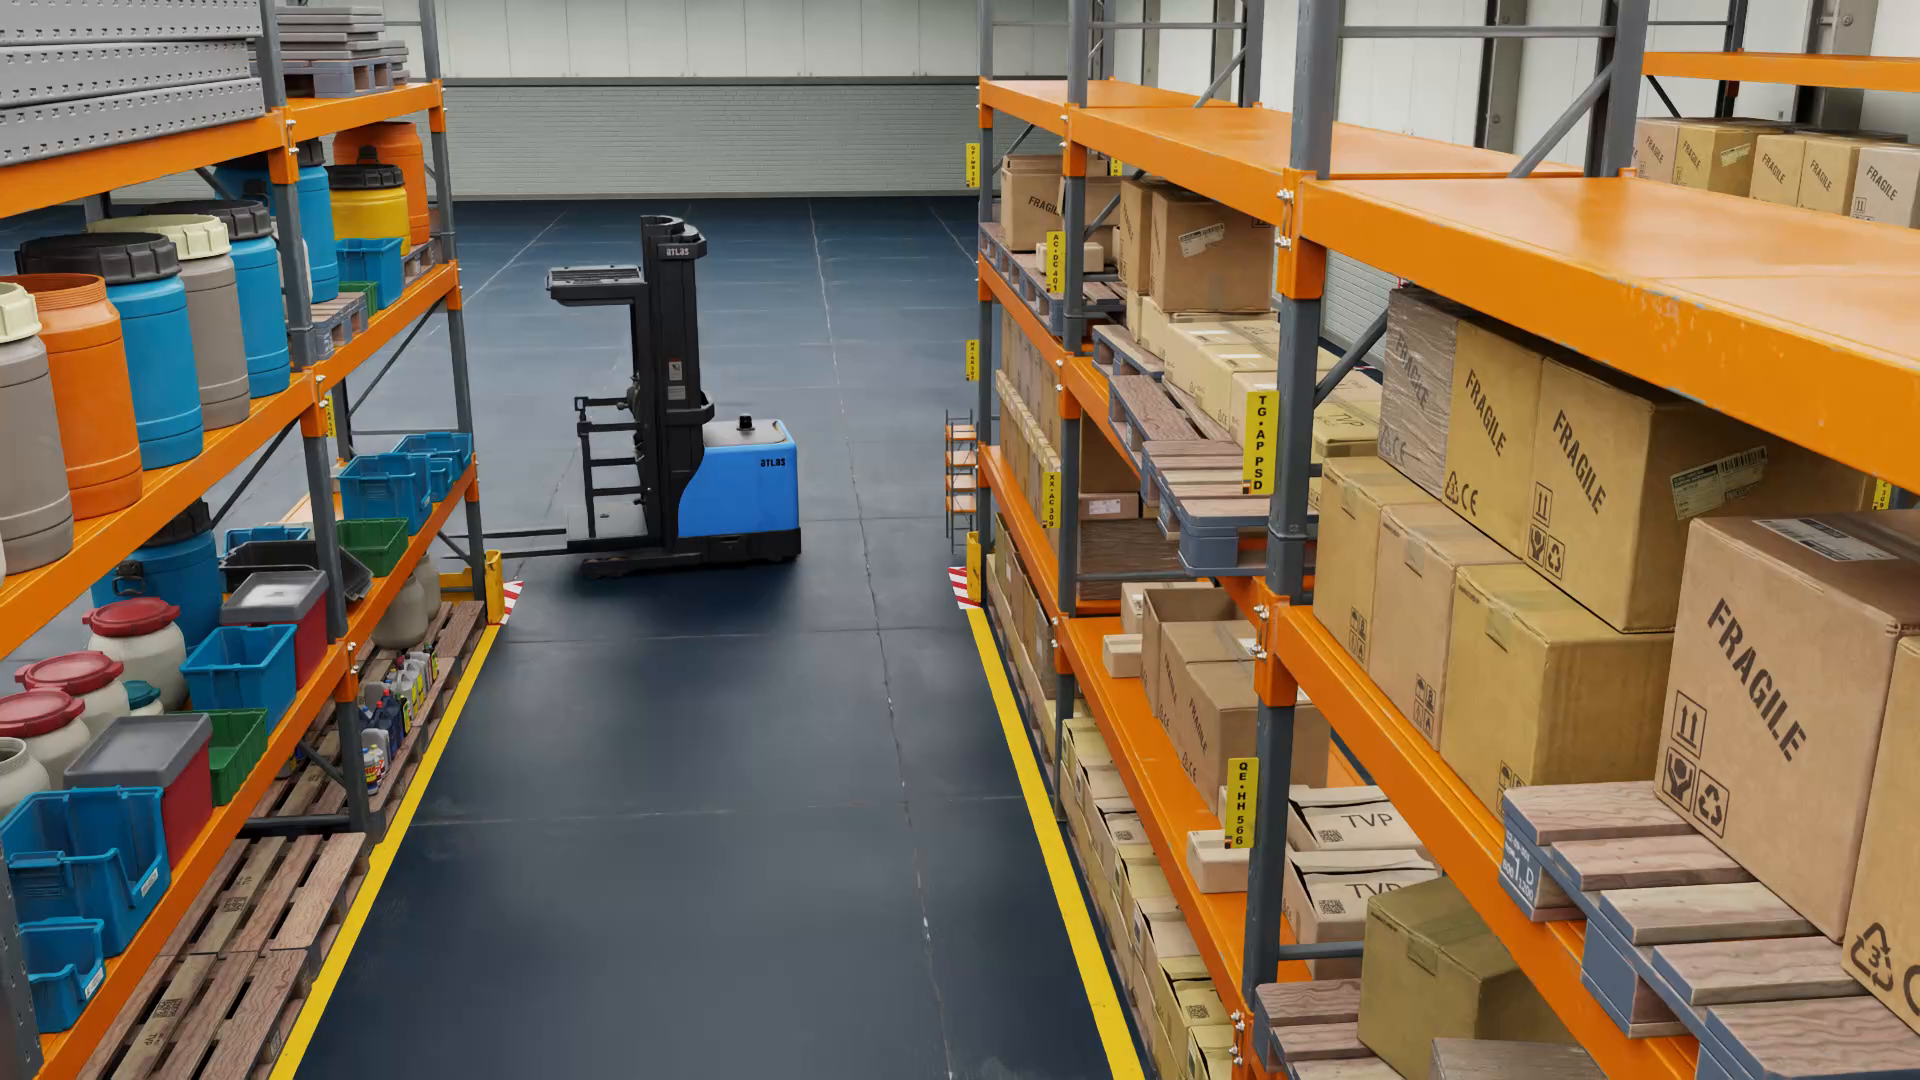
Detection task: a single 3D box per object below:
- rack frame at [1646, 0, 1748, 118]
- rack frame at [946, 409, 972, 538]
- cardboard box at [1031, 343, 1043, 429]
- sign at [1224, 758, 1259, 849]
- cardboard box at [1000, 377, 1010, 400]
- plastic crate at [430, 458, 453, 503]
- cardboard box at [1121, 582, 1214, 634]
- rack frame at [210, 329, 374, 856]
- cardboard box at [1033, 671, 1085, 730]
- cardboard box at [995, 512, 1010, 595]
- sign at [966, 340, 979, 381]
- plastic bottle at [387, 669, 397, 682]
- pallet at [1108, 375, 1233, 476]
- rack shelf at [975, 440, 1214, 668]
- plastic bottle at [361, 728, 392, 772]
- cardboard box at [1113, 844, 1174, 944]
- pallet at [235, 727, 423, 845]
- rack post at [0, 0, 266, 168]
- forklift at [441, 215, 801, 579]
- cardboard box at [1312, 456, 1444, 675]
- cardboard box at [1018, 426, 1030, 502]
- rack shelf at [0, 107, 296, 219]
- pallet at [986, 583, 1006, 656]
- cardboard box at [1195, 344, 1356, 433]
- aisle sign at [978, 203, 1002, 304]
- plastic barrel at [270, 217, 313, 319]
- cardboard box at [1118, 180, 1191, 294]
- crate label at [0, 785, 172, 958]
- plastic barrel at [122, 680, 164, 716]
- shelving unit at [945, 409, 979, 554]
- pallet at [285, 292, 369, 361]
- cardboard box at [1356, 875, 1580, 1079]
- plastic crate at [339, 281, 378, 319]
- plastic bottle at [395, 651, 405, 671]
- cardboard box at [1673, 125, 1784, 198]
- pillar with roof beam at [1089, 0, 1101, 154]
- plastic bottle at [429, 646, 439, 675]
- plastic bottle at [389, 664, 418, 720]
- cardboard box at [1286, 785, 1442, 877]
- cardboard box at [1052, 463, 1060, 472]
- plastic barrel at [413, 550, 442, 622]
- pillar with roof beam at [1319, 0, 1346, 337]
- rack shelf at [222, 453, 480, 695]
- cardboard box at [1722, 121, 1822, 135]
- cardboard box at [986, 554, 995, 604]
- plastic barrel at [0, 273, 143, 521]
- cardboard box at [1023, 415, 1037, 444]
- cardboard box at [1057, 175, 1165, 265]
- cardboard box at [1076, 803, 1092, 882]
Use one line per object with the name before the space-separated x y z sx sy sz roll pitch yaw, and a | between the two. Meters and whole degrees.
rack frame | 5.579 -3.998 12.887 1.000 3.000 0.127 -2 18 -6
rack frame | -0.008 -0.596 15.072 0.240 1.200 0.015 -2 18 -6
cardboard box | 0.857 -1.037 11.139 0.700 0.500 0.500 -2 18 -6
sign | 0.926 0.868 5.471 0.100 0.325 0.005 -2 18 -6
cardboard box | 0.508 -1.136 12.539 0.380 0.149 0.250 -2 18 -7
plastic crate | -3.865 -0.425 11.771 0.499 0.251 0.408 -2 18 -6
cardboard box | 1.159 0.427 9.058 0.500 0.250 0.500 -1 17 -2
rack frame | -3.863 0.362 9.015 1.000 3.000 0.127 -2 18 -6
cardboard box | 0.758 1.041 10.742 0.500 0.250 0.500 -2 18 -6
cardboard box | 0.540 0.088 12.526 0.500 0.500 0.500 -2 18 -6
sign | 0.099 -1.417 13.104 0.100 0.325 0.005 -2 18 -6
plastic bottle | -3.759 0.956 11.061 0.097 0.201 0.097 0 17 0
pallet | 1.200 -0.471 6.978 1.003 0.211 1.213 -1 17 -3
rack shelf | 0.858 -0.042 11.504 1.077 0.370 4.000 -2 18 -6
plastic bottle | -3.520 1.248 10.006 0.152 0.276 0.135 -1 17 -4
cardboard box | 1.019 1.643 7.888 0.500 0.311 0.500 -1 17 -4
pallet | -3.890 1.491 10.074 1.003 0.211 1.213 -2 18 -6
rack post | -3.574 -2.011 6.226 1.013 1.000 3.121 -2 18 -6
forklift | -2.966 -1.242 14.240 3.031 2.935 1.130 -4 18 -13
cardboard box | 1.556 0.052 4.828 0.910 0.500 0.500 -2 18 -6
cardboard box | 0.792 -0.585 11.866 0.700 0.500 0.500 -2 18 -5
rack shelf | -3.656 -1.370 6.386 1.077 0.370 4.000 -2 18 -6
pallet | 0.773 0.576 12.991 1.003 0.211 1.213 -2 18 -6
cardboard box | 1.255 -0.617 6.678 0.500 0.250 0.500 -2 18 -7
aisle sign | 0.341 -2.232 12.937 0.394 0.787 0.004 -2 18 -6
plastic barrel | -3.712 -1.457 8.914 0.421 0.512 0.421 0 17 0
cardboard box | 1.089 -1.522 8.307 0.500 0.500 0.500 -2 17 -5
crate label | -3.283 1.233 6.183 0.502 0.435 0.616 -2 18 -6
plastic barrel | -3.879 0.828 7.764 0.301 0.262 0.301 0 17 0
shelving unit | 0.017 -0.523 14.840 0.258 1.200 0.503 -2 18 -6
pallet | -4.034 -1.191 9.269 1.213 0.211 1.003 -2 18 -6
cardboard box | 1.654 1.338 5.038 0.700 0.500 0.500 -8 19 -24
plastic crate | -3.755 -1.446 10.121 0.336 0.188 0.450 -2 18 -6
plastic bottle | -3.757 0.870 11.199 0.061 0.283 0.133 -2 18 -6
cardboard box | 5.443 -2.675 11.813 0.500 0.500 0.500 -1 17 -4
pillar with roof beam | -0.865 -12.621 40.354 9.100 9.000 0.400 -2 18 -6
plastic bottle | -3.650 0.830 11.464 0.097 0.201 0.097 0 17 0
plastic bottle | -3.596 0.980 10.735 0.144 0.351 0.185 -2 18 -6
cardboard box | 1.578 1.172 6.584 0.500 0.311 0.500 -2 18 -6
cardboard box | 0.771 -0.373 10.107 0.380 0.149 0.250 -2 18 -7
plastic barrel | -4.131 0.351 12.503 0.421 0.512 0.421 0 17 0
pillar with roof beam | 0.992 -7.258 23.272 9.100 9.000 0.400 -2 18 -6
rack shelf | -4.069 0.110 11.020 1.077 0.370 4.000 -2 18 -6
cardboard box | 5.951 -2.818 12.269 0.500 0.500 0.500 -1 17 -2
cardboard box | 0.486 0.297 13.113 0.500 0.250 0.500 -2 18 -6
plastic barrel | -3.386 -0.528 6.127 0.600 0.830 0.708 -2 18 -6
cardboard box | 0.636 -0.757 11.330 0.380 0.149 0.250 -2 18 -5
cardboard box | 1.020 -2.032 10.525 0.797 0.503 0.637 0 17 0
cardboard box | 0.911 1.602 8.955 0.500 0.250 0.500 -1 17 -4
